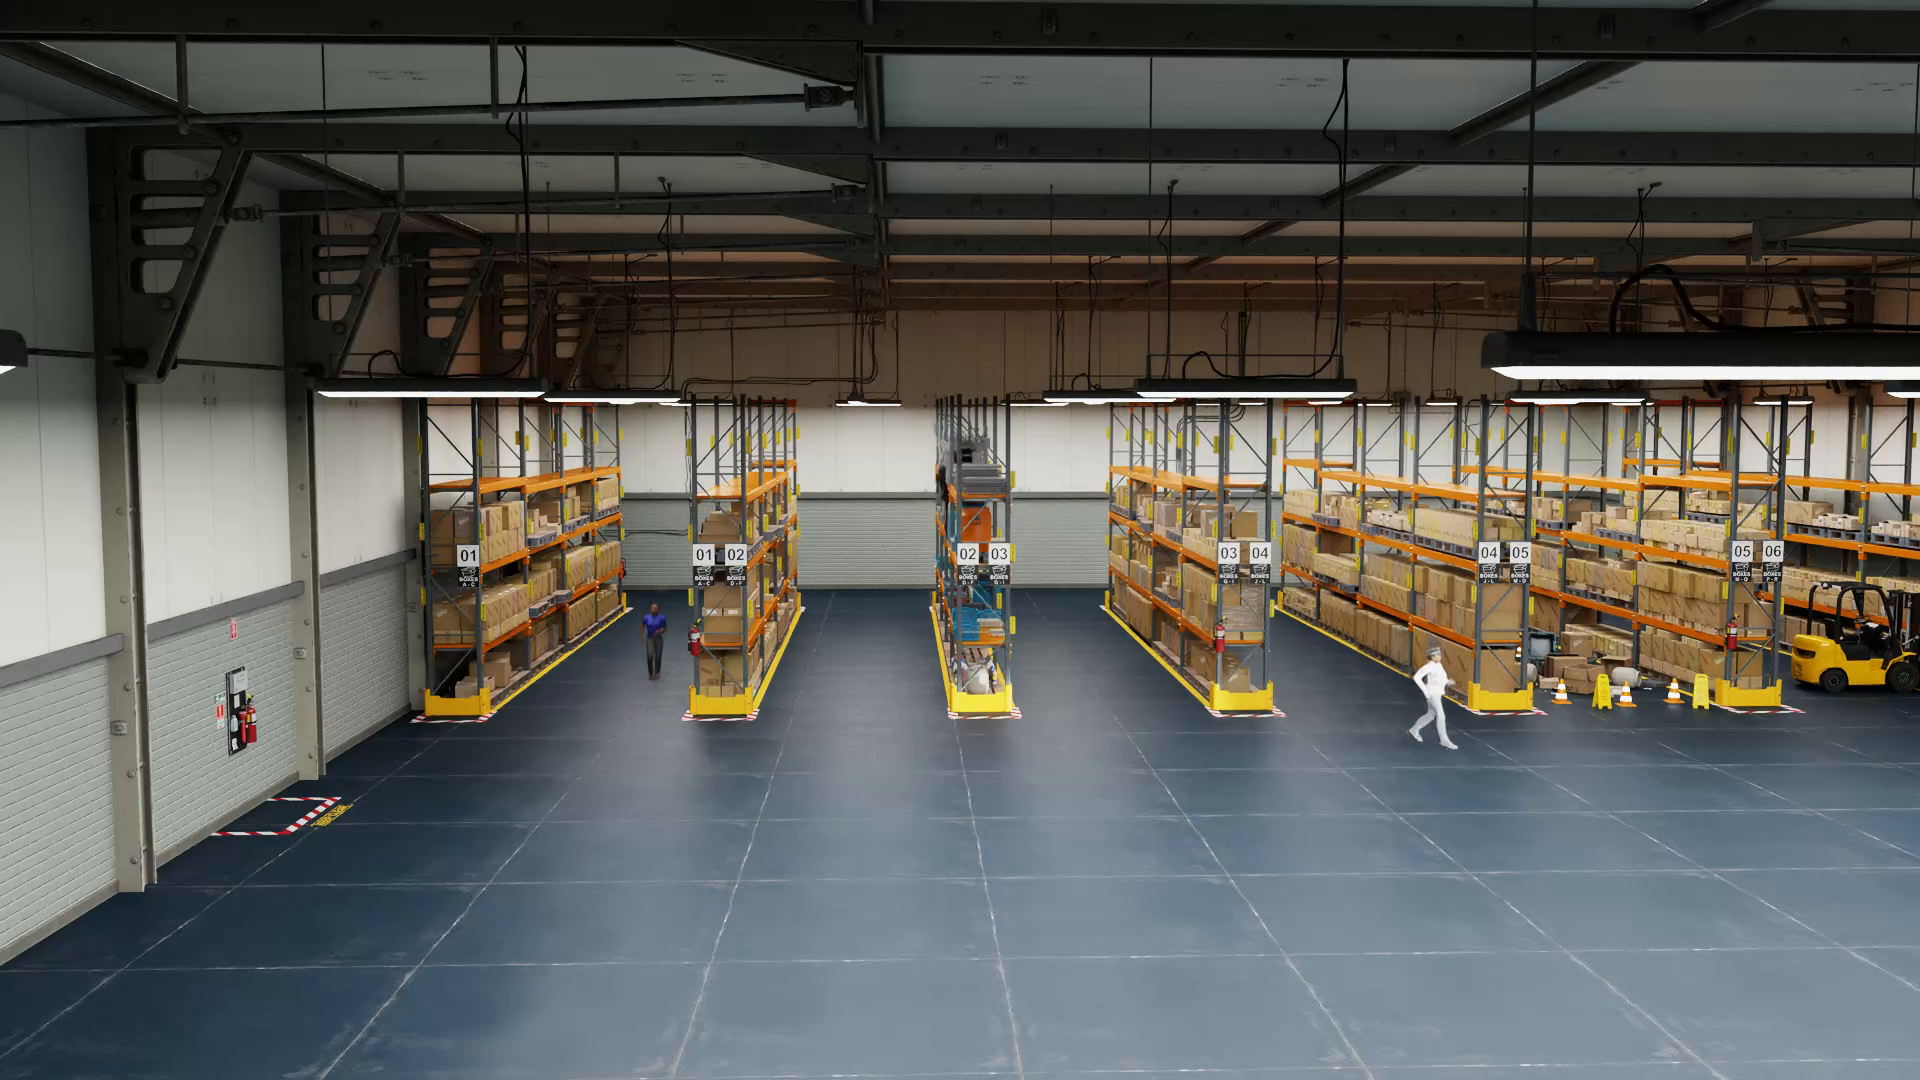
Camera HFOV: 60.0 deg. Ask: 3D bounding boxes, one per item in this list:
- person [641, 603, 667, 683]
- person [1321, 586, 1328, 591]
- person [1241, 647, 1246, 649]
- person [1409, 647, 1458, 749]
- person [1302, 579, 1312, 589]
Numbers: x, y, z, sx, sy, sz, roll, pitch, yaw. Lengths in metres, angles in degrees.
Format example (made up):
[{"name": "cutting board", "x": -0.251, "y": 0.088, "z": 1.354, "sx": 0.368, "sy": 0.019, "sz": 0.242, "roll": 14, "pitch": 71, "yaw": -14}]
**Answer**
[{"name": "person", "x": -6.416, "y": 2.159, "z": 34.910, "sx": 0.536, "sy": 1.690, "sz": 0.801, "roll": -1, "pitch": 5, "yaw": -11}, {"name": "person", "x": 10.611, "y": 1.031, "z": 48.822, "sx": 0.732, "sy": 1.701, "sz": 0.528, "roll": -4, "pitch": 6, "yaw": -41}, {"name": "person", "x": 6.672, "y": 1.700, "z": 39.942, "sx": 0.694, "sy": 1.860, "sz": 0.852, "roll": 0, "pitch": 4, "yaw": 0}, {"name": "person", "x": 8.025, "y": 2.635, "z": 28.134, "sx": 0.920, "sy": 1.687, "sz": 0.587, "roll": 4, "pitch": 6, "yaw": 40}, {"name": "person", "x": 10.379, "y": 1.059, "z": 49.072, "sx": 0.518, "sy": 1.624, "sz": 0.602, "roll": 0, "pitch": 5, "yaw": -3}]
